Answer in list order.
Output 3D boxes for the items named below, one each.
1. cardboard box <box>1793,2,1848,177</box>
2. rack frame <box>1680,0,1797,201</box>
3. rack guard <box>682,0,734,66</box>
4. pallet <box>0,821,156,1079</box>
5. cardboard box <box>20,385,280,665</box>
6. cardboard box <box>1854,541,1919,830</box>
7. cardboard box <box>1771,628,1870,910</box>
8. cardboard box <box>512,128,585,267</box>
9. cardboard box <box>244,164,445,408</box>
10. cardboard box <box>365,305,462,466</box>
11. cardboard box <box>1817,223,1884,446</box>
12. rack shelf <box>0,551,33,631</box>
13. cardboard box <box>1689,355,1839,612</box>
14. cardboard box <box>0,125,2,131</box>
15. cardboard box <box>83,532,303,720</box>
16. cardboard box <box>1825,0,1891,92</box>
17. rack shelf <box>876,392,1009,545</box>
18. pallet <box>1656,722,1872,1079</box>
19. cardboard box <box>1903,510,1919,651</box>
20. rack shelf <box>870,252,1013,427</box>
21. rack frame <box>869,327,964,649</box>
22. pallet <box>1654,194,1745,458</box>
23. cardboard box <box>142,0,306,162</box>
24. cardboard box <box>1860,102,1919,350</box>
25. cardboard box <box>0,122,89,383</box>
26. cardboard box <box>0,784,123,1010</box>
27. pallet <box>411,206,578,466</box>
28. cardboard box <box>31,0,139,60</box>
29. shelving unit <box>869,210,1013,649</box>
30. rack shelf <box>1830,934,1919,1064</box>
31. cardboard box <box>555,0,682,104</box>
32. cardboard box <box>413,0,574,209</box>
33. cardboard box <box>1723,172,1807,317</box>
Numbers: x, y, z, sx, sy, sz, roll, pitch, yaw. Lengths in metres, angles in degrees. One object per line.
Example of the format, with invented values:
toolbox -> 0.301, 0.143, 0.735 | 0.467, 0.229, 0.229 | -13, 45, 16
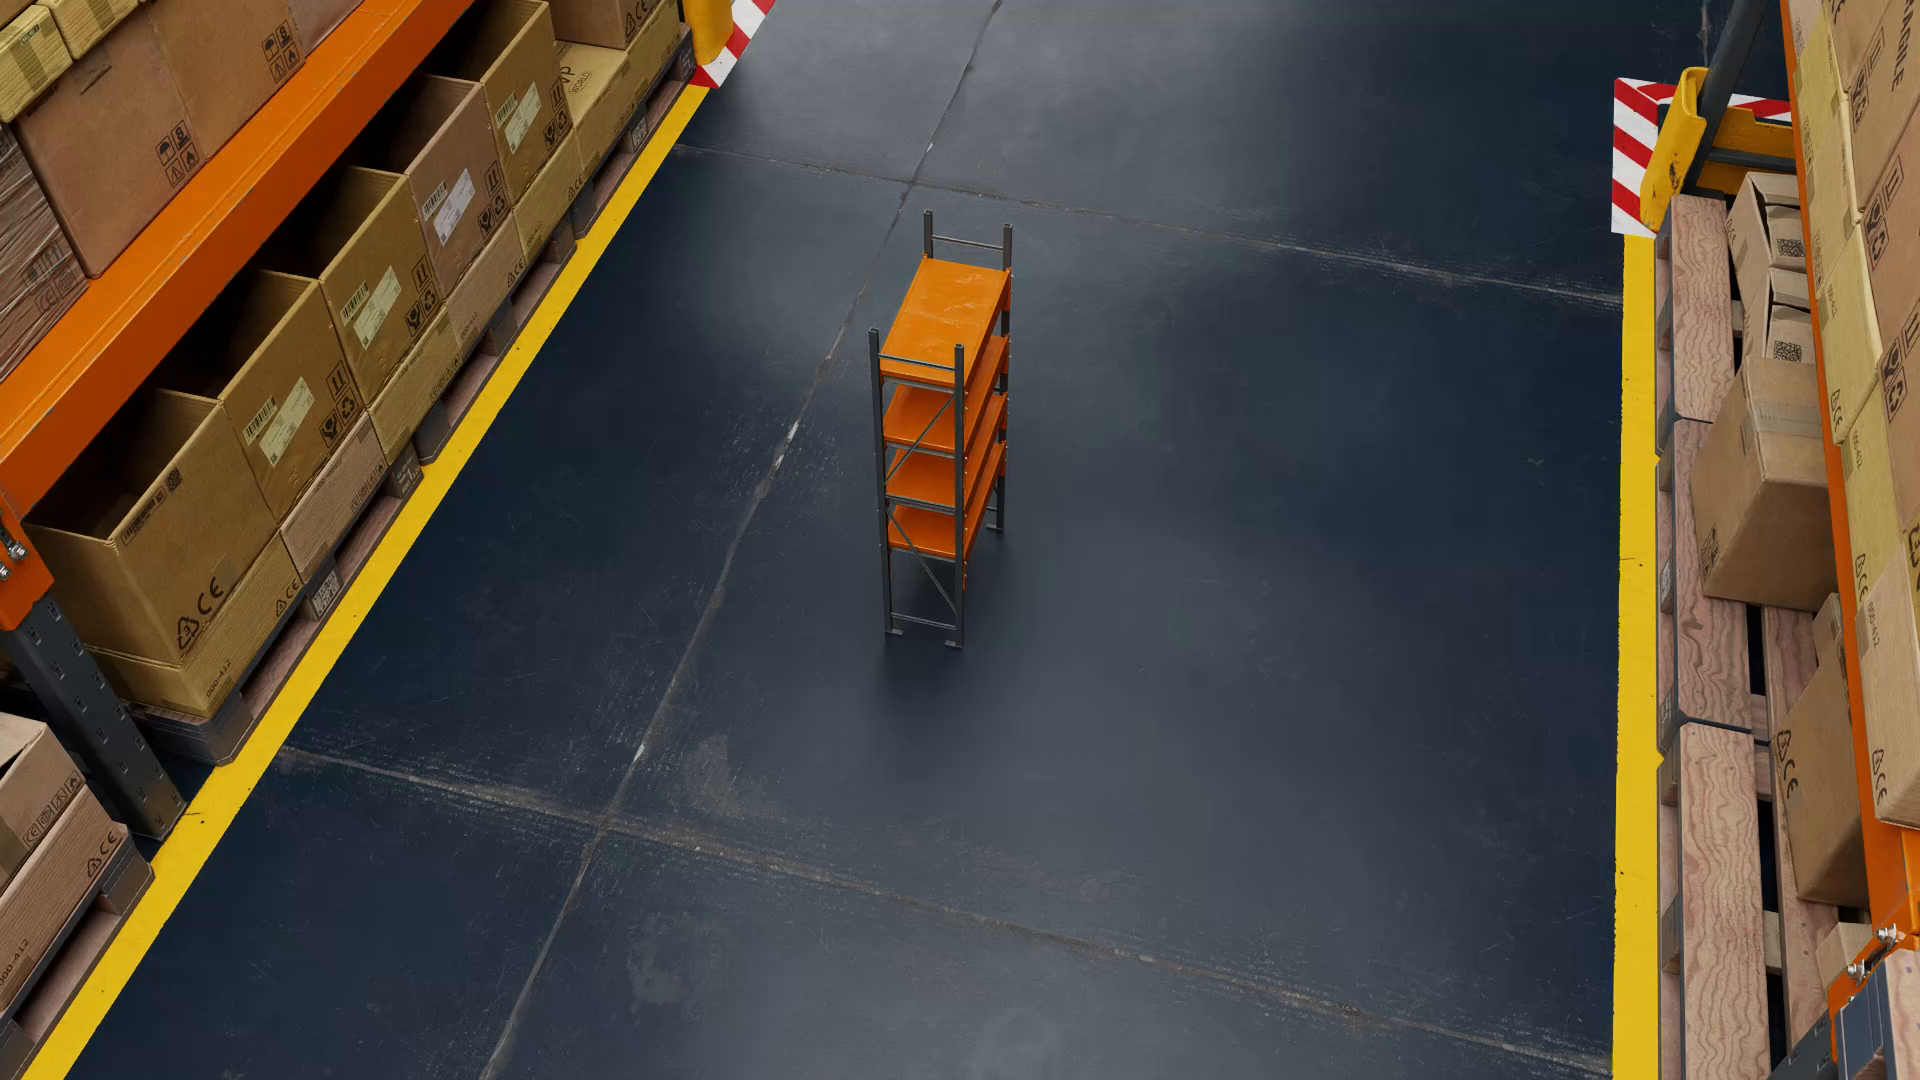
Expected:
cardboard box -> 2.504, -1.151, 4.352 | 0.500, 0.250, 0.500 | 11, 49, 9
rack frame -> 3.202, -2.230, 5.217 | 1.000, 3.000, 0.127 | 12, 50, 10
rack guard -> -1.572, -2.395, 7.030 | 1.175, 0.500, 0.348 | 12, 50, 10
pallet -> -2.788, 1.152, 4.093 | 1.003, 0.211, 1.213 | 12, 50, 10
cardboard box -> -2.207, -0.062, 4.358 | 0.500, 0.500, 0.500 | 12, 50, 10
cardboard box -> 1.981, 0.304, 3.068 | 0.500, 0.250, 0.500 | 12, 50, 10
cardboard box -> 2.383, 0.586, 4.106 | 0.500, 0.500, 0.500 | 8, 49, 7
cardboard box -> -1.684, -1.262, 5.917 | 0.500, 0.250, 0.500 | 12, 50, 10
cardboard box -> -1.944, -0.786, 4.996 | 0.500, 0.500, 0.500 | 12, 50, 10
cardboard box -> -1.944, -0.537, 5.278 | 0.500, 0.250, 0.500 | 12, 50, 10
cardboard box -> 2.238, -0.422, 3.708 | 0.500, 0.250, 0.500 | 11, 50, 10
rack shelf -> -3.158, 1.373, 2.517 | 1.077, 0.370, 4.000 | 12, 50, 10
cardboard box -> 2.541, -0.132, 4.740 | 0.700, 0.500, 0.500 | 9, 49, 8
cardboard box -> -2.308, -0.897, 3.542 | 0.380, 0.149, 0.250 | 12, 50, 11
cardboard box -> -2.217, 0.184, 4.641 | 0.500, 0.250, 0.500 | 12, 50, 10
cardboard box -> 2.504, -1.421, 4.090 | 0.500, 0.500, 0.500 | 10, 49, 9
rack shelf -> -0.044, -0.233, 4.745 | 0.258, 0.148, 0.480 | 12, 50, 10
pallet -> 2.291, 1.093, 4.144 | 1.003, 0.211, 1.213 | 12, 50, 10
cardboard box -> 1.975, 0.055, 2.787 | 0.500, 0.500, 0.500 | 11, 50, 10
rack shelf -> -0.044, -0.537, 4.400 | 0.258, 0.148, 0.480 | 12, 50, 10
rack frame -> -0.108, -0.101, 4.539 | 0.240, 1.200, 0.015 | 12, 50, 10
pallet -> 2.934, -0.672, 5.702 | 1.003, 0.211, 1.213 | 12, 50, 10
cardboard box -> -2.252, -1.412, 4.429 | 0.700, 0.500, 0.500 | 12, 50, 11
cardboard box -> 2.244, -0.669, 3.426 | 0.500, 0.500, 0.500 | 10, 49, 9
cardboard box -> -2.521, -0.667, 3.771 | 0.700, 0.500, 0.500 | 10, 49, 9
cardboard box -> -2.461, 0.817, 4.082 | 0.500, 0.250, 0.500 | 11, 50, 10
pallet -> -2.062, -0.841, 5.851 | 1.003, 0.211, 1.213 | 12, 50, 10
cardboard box -> -2.174, -1.274, 3.874 | 0.380, 0.149, 0.250 | 11, 50, 10
shelving unit -> -0.044, -0.277, 4.694 | 0.258, 1.200, 0.503 | 12, 50, 10
rack shelf -> 1.622, 2.348, 1.657 | 1.077, 0.370, 4.000 | 12, 50, 10
cardboard box -> -1.435, -1.988, 6.557 | 0.500, 0.250, 0.500 | 12, 50, 10
cardboard box -> -1.682, -1.509, 5.635 | 0.500, 0.500, 0.500 | 12, 50, 10
cardboard box -> 2.933, -1.003, 5.635 | 0.500, 0.311, 0.500 | 7, 49, 6
